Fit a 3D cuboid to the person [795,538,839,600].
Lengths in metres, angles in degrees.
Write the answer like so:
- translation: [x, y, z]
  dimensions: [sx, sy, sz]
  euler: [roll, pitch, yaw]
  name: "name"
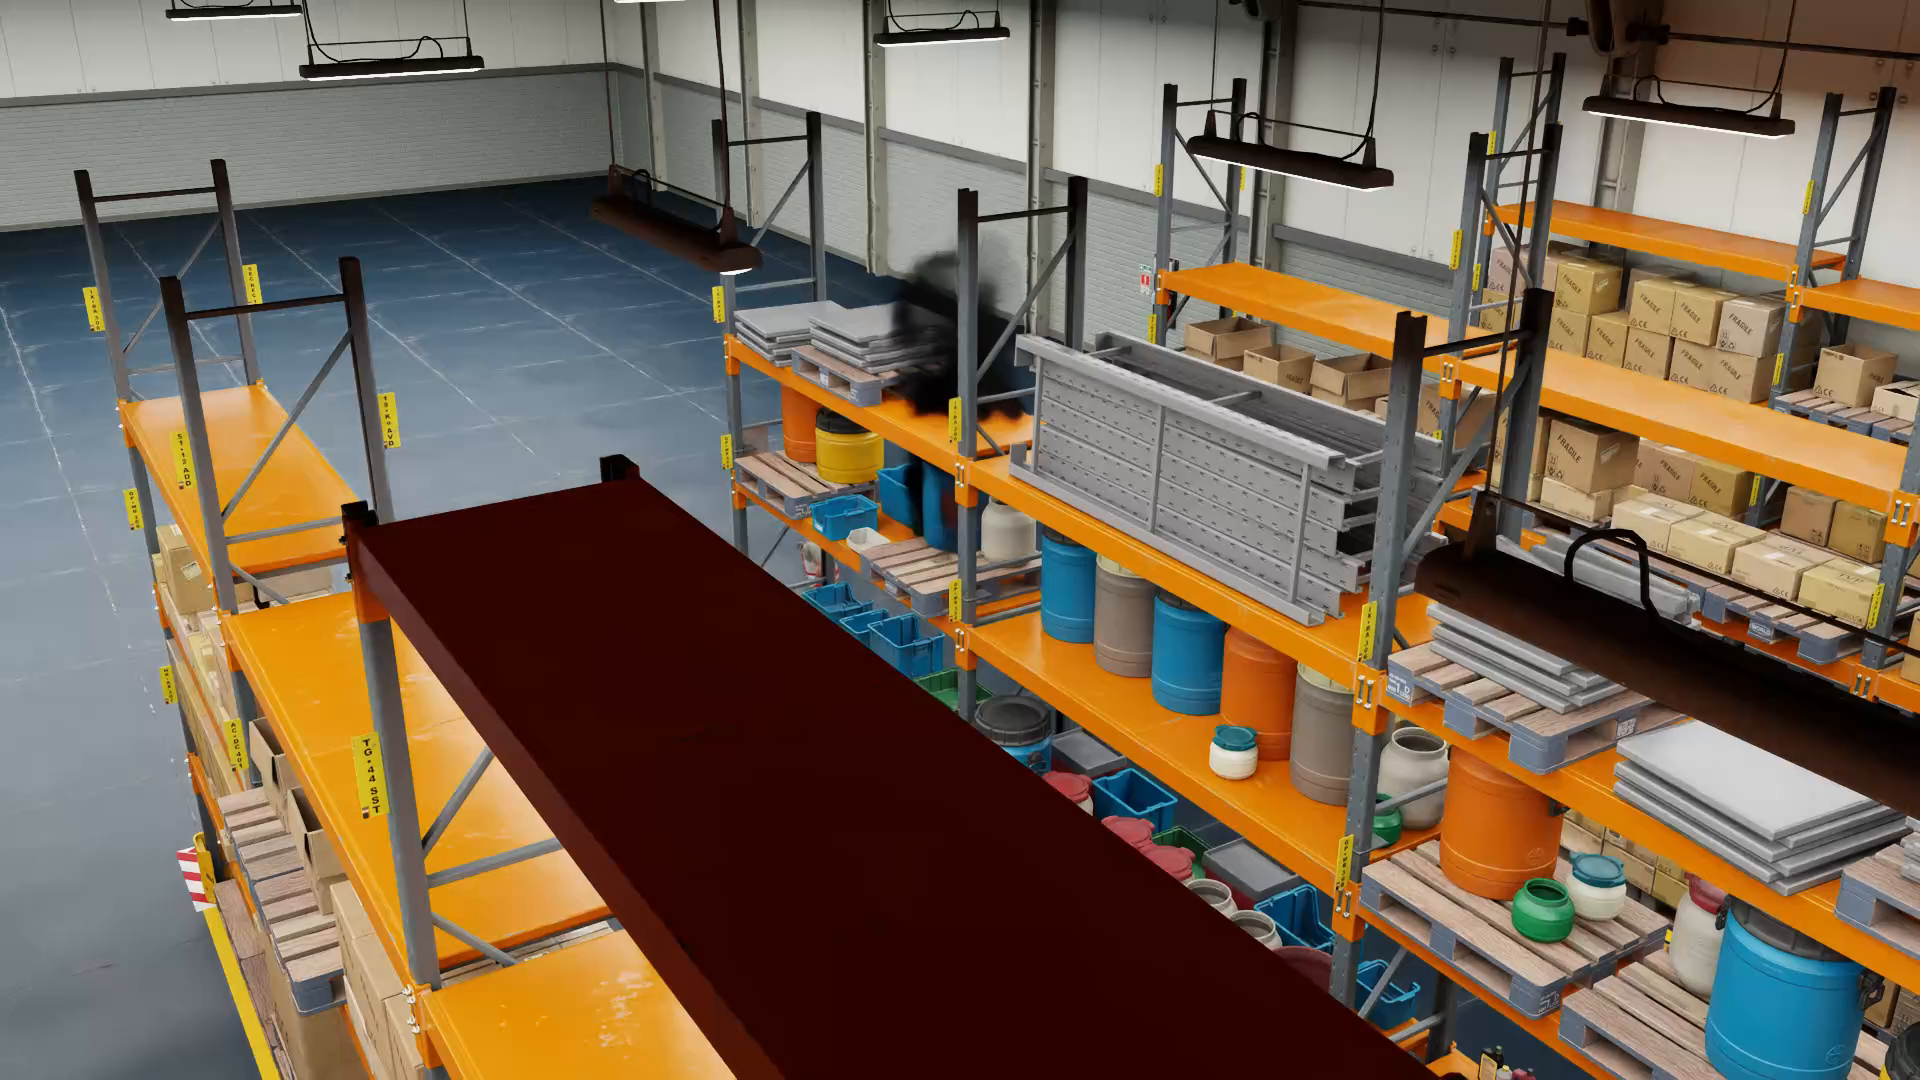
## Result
- translation: [-1.493, 0.481, 17.841]
  dimensions: [0.732, 1.795, 0.660]
  euler: [12, 25, 27]
  name: "person"
